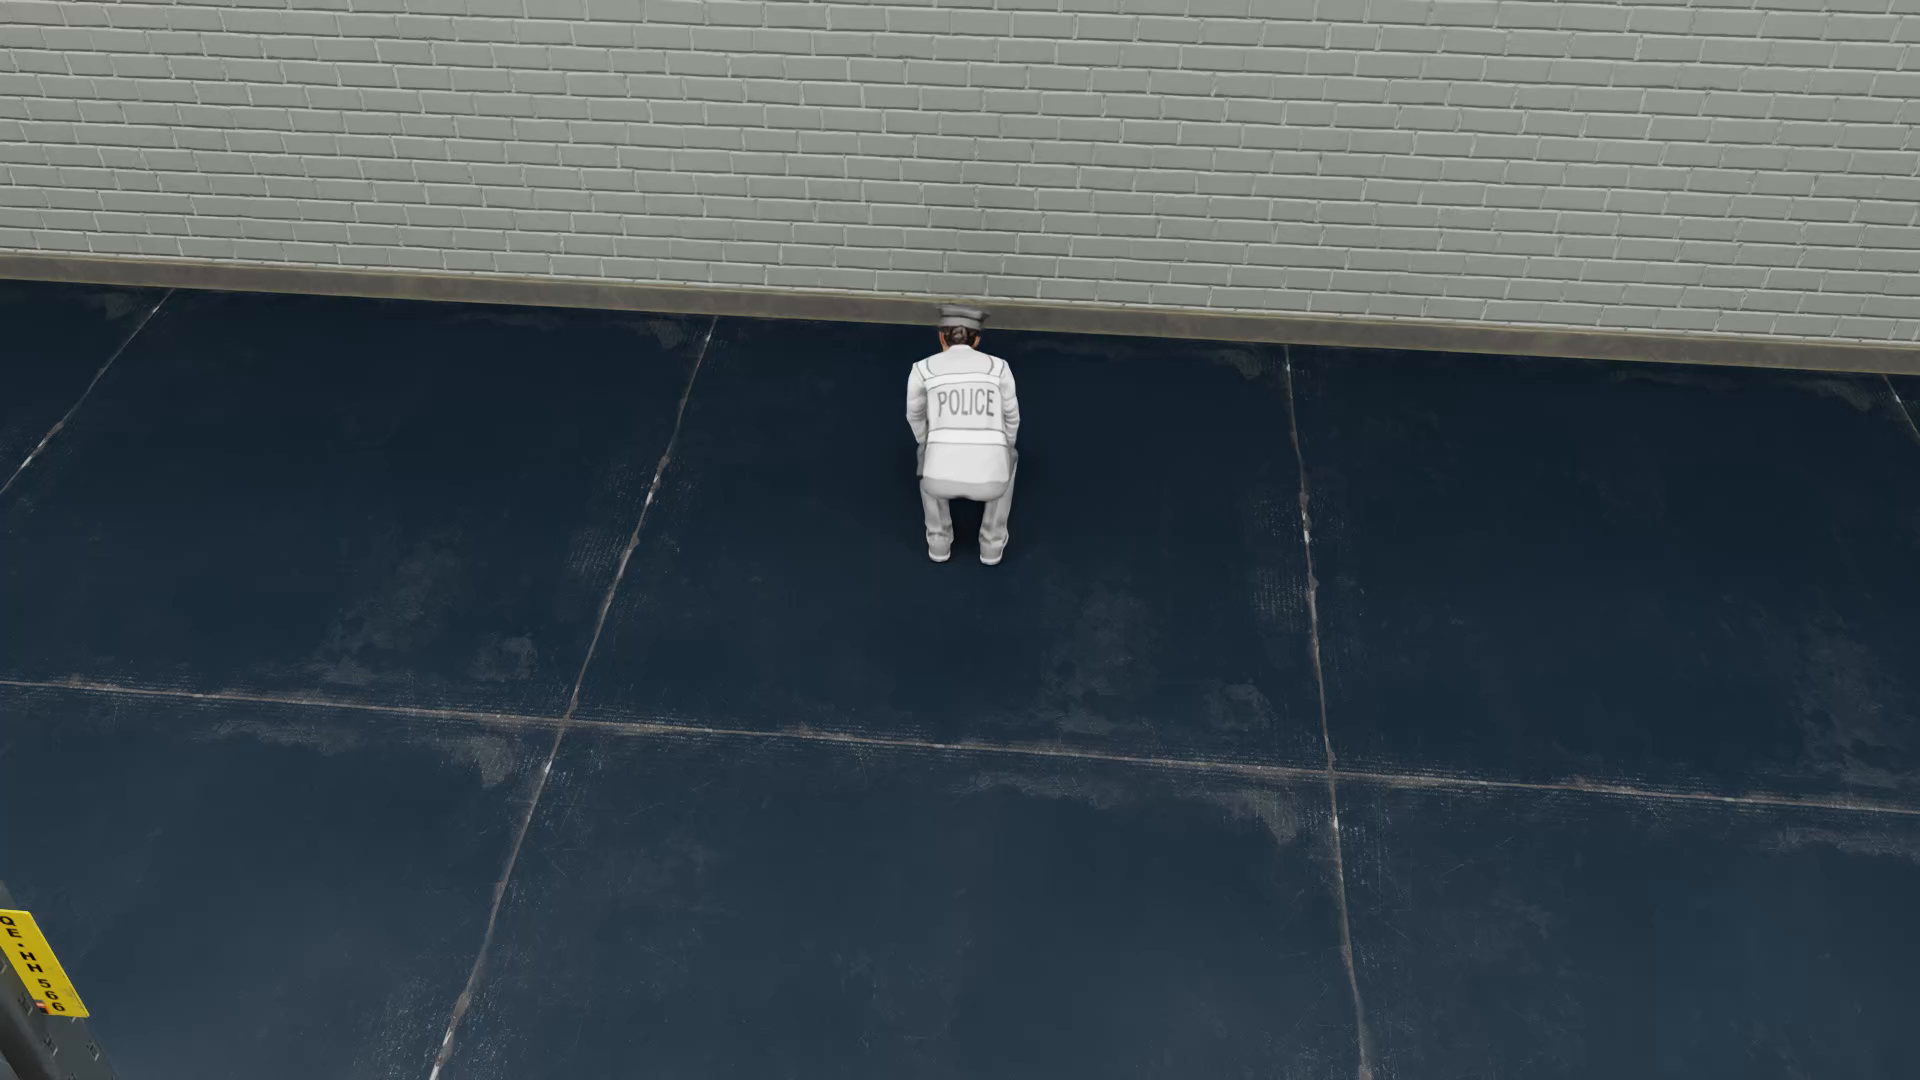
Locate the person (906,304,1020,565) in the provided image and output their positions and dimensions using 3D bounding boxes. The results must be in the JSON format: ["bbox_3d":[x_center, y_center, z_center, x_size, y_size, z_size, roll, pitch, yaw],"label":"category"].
[{"bbox_3d":[0.003,-0.442,7.173,0.500,1.028,0.837,3,40,4],"label":"person"}]
